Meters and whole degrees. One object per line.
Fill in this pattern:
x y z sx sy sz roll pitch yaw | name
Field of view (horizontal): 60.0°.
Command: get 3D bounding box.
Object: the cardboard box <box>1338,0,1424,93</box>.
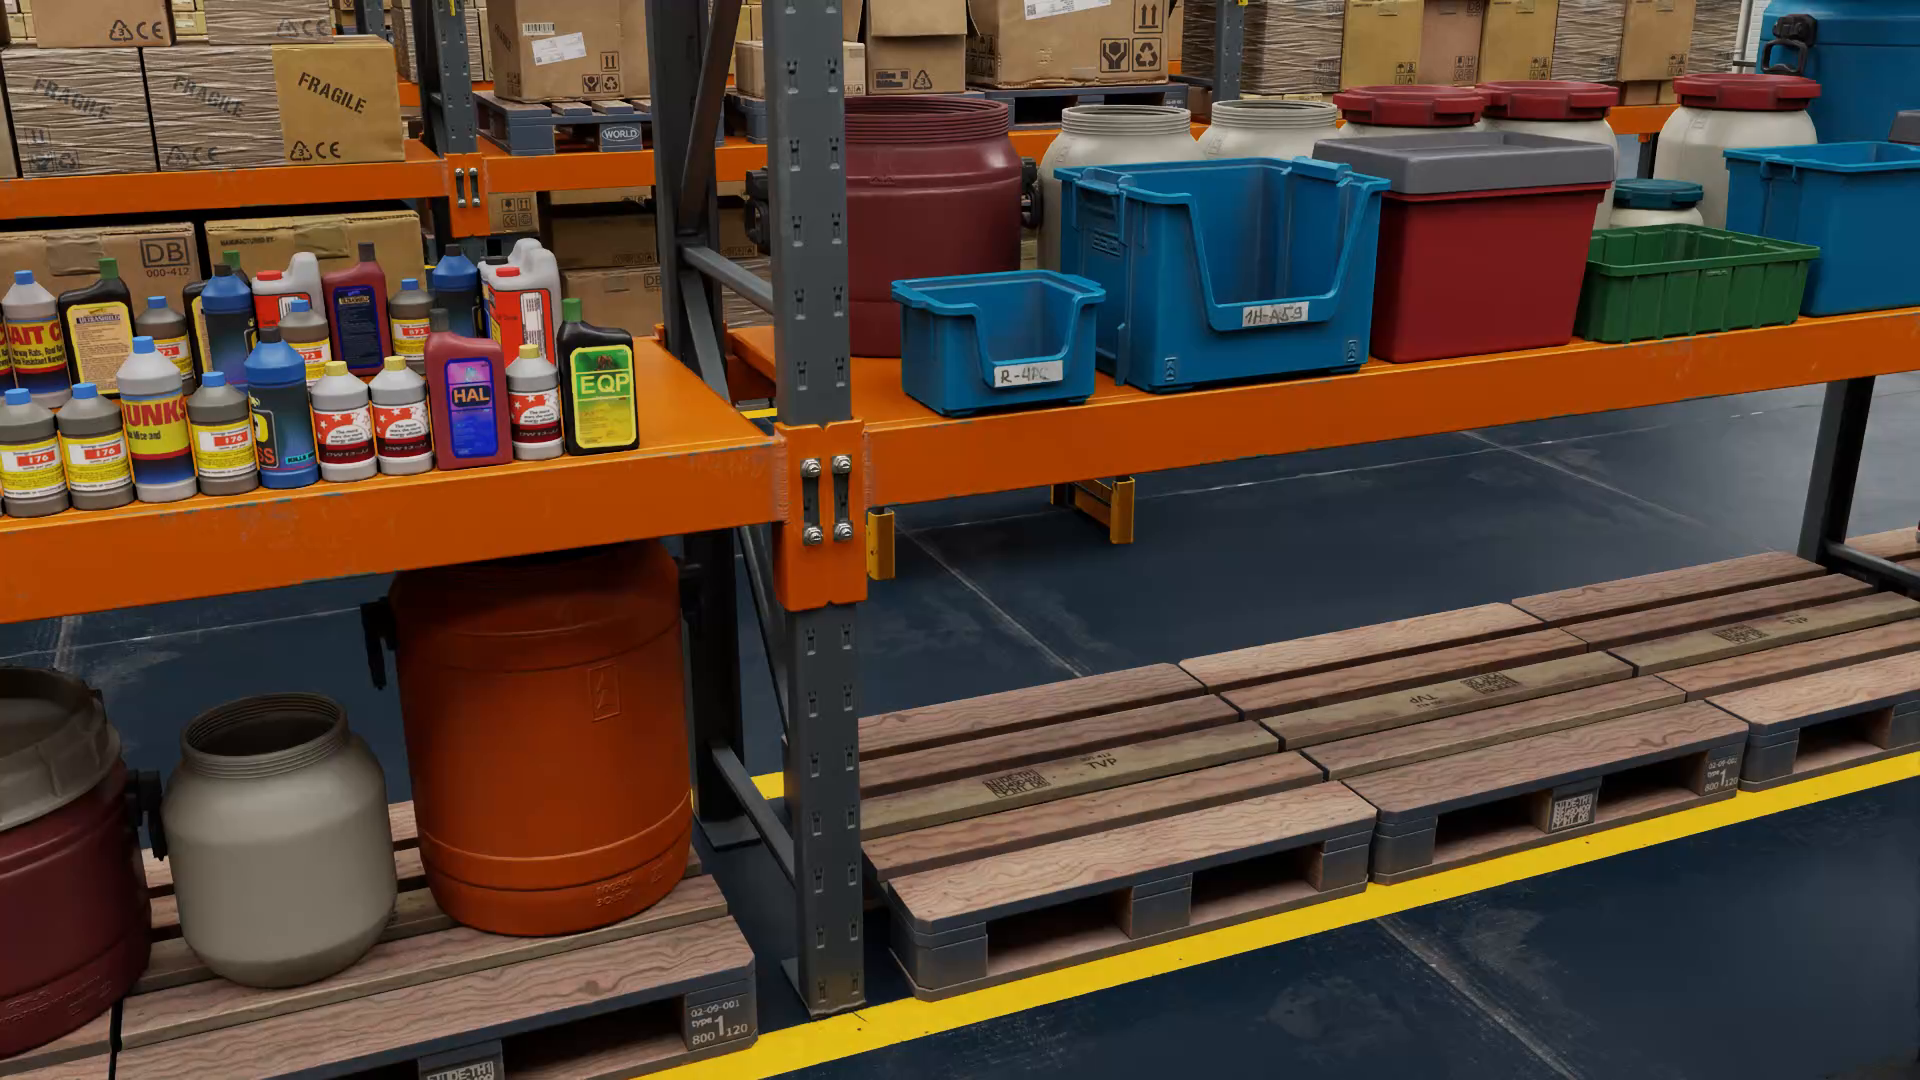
2.162 -2.859 9.527 0.500 0.500 0.875 -8 21 -22 | cardboard box

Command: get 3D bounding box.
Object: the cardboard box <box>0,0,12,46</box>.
-4.312 -2.304 6.888 0.637 0.503 0.797 -7 21 -20 | cardboard box

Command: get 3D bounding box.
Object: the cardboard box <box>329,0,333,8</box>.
-7.802 -6.727 20.583 0.500 0.250 0.500 -8 21 -22 | cardboard box

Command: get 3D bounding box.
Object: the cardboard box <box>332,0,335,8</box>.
-6.040 -5.602 16.685 0.500 0.500 0.500 -9 21 -23 | cardboard box

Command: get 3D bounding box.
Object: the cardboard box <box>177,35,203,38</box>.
-5.259 -3.353 11.273 0.250 0.149 0.380 -8 21 -23 | cardboard box

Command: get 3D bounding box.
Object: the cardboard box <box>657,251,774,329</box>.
-1.310 -1.250 8.656 0.500 0.500 0.700 -10 22 -26 | cardboard box

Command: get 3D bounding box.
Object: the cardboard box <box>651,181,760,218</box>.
-2.042 -3.004 13.293 0.750 0.750 1.050 -8 21 -22 | cardboard box

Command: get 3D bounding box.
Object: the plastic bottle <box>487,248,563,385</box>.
-0.925 -0.476 3.545 0.135 0.276 0.152 -8 21 -22 | plastic bottle

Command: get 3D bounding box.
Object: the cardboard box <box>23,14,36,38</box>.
-5.987 -3.387 10.924 0.250 0.149 0.380 -9 21 -23 | cardboard box

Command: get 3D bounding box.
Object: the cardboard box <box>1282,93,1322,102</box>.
1.802 -2.423 9.266 0.250 0.149 0.380 -8 21 -22 | cardboard box

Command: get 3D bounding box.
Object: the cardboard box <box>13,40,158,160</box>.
-3.917 -1.979 7.476 0.500 0.500 0.500 -9 21 -23 | cardboard box

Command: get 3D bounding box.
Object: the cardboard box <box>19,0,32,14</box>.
-5.989 -3.528 10.876 0.250 0.149 0.380 -7 21 -20 | cardboard box

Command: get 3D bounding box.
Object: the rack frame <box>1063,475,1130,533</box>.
0.545 -0.786 6.495 0.032 1.500 0.500 -8 21 -22 | rack frame

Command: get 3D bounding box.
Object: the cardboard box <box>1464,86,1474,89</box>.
2.940 -2.596 9.756 0.250 0.149 0.380 -8 21 -22 | cardboard box

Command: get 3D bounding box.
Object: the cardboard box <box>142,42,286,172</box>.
-3.237 -1.893 7.231 0.500 0.500 0.500 -8 21 -22 | cardboard box

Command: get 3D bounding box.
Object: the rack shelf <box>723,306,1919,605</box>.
1.377 -0.463 4.405 4.000 0.370 1.077 -8 21 -22 | rack shelf

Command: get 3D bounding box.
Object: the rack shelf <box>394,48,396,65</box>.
-4.511 -4.996 17.277 4.000 0.370 1.077 -8 21 -22 | rack shelf

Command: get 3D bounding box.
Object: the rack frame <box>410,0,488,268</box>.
-2.422 -2.050 7.828 0.127 3.000 1.000 -8 21 -22 | rack frame

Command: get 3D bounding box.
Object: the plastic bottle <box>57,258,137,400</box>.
-1.763 -0.431 3.406 0.133 0.283 0.061 -8 21 -22 | plastic bottle

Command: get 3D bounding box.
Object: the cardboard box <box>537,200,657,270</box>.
-1.818 -1.529 8.321 0.500 0.250 0.500 -7 21 -20 | cardboard box

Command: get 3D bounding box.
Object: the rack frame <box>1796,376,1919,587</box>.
3.213 -1.066 5.032 0.127 3.000 1.000 -8 21 -22 | rack frame

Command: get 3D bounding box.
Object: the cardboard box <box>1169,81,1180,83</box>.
1.649 -3.598 14.792 0.875 0.875 0.875 -9 21 -23 | cardboard box

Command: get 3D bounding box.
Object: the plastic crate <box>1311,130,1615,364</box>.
1.145 -0.689 3.866 0.583 0.464 0.402 -8 21 -22 | plastic crate

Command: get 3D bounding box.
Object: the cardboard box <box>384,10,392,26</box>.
-5.702 -5.165 16.419 0.250 0.149 0.380 -10 22 -25 | cardboard box

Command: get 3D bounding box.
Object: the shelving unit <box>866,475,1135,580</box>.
0.070 -0.717 6.301 1.083 1.500 0.587 -8 21 -22 | shelving unit

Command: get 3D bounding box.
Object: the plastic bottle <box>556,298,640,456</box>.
-0.662 -0.301 3.037 0.133 0.283 0.061 -8 21 -22 | plastic bottle

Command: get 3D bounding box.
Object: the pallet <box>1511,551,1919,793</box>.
2.507 0.365 5.168 1.213 0.211 1.003 -8 21 -22 | pallet

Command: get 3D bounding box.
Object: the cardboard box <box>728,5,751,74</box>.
-1.922 -3.866 12.835 0.500 0.500 0.500 -8 21 -21 | cardboard box

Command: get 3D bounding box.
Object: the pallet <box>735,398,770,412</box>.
-1.704 -0.837 8.581 1.213 0.211 1.003 -8 21 -22 | pallet

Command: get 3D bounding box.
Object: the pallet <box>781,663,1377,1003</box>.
0.267 0.686 4.257 1.213 0.211 1.003 -8 21 -22 | pallet

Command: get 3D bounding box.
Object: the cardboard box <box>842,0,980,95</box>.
-0.304 -2.567 8.508 0.637 0.503 0.797 -6 20 -16 | cardboard box

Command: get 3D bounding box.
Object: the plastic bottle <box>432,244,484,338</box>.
-1.102 -0.514 3.658 0.097 0.271 0.097 0 19 0 | plastic bottle

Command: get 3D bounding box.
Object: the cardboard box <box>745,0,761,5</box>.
-1.546 -4.485 13.088 0.500 0.500 0.700 -9 21 -23 | cardboard box

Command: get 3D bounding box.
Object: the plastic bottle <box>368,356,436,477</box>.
-0.987 -0.223 2.937 0.097 0.201 0.097 0 19 0 | plastic bottle

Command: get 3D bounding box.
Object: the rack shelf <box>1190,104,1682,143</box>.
3.088 -2.500 10.189 4.000 0.370 1.077 -8 21 -22 | rack shelf

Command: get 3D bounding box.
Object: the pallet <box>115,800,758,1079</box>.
-1.167 0.892 3.670 1.213 0.211 1.003 -8 21 -22 | pallet

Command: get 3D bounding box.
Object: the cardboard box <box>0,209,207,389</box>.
-3.885 -1.047 7.545 0.875 0.875 1.225 -8 21 -22 | cardboard box

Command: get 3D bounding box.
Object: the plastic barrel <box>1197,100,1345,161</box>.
0.787 -0.848 4.246 0.421 0.512 0.421 0 19 0 | plastic barrel

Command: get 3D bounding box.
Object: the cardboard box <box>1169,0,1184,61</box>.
1.669 -4.522 14.622 0.550 0.550 0.875 -8 21 -22 | cardboard box

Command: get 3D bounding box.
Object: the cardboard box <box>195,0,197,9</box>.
-5.511 -3.833 11.740 0.250 0.149 0.380 -9 21 -24 | cardboard box

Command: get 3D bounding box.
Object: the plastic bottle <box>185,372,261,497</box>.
-1.255 -0.184 2.828 0.097 0.201 0.097 0 19 0 | plastic bottle

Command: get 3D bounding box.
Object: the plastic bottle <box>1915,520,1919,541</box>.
3.423 -0.096 5.830 0.097 0.201 0.097 0 19 0 | plastic bottle

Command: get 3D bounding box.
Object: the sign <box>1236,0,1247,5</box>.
1.474 -2.954 8.650 0.005 0.325 0.100 -8 21 -22 | sign

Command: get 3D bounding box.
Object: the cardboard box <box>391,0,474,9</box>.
-3.877 -4.151 12.138 0.500 0.500 0.700 -8 21 -22 | cardboard box

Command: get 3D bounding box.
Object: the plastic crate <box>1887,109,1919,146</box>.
2.890 -0.939 4.576 0.583 0.464 0.402 -8 21 -22 | plastic crate

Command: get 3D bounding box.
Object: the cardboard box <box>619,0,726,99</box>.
-1.469 -2.482 8.273 0.500 0.500 0.700 -5 20 -14 | cardboard box

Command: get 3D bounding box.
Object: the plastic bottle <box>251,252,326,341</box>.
-1.410 -0.462 3.504 0.135 0.276 0.152 -8 21 -22 | plastic bottle

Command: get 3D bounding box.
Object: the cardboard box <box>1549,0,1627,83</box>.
3.520 -3.071 10.129 0.500 0.500 0.875 -8 21 -22 | cardboard box

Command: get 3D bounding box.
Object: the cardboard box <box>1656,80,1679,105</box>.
4.305 -2.802 10.342 0.250 0.149 0.380 -8 21 -22 | cardboard box

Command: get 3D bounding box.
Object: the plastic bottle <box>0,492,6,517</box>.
-1.613 -0.133 2.682 0.097 0.201 0.097 0 19 0 | plastic bottle

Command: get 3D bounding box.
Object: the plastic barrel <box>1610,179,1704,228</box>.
1.937 -0.873 4.694 0.301 0.262 0.301 0 19 0 | plastic barrel

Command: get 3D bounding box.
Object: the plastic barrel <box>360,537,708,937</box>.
-0.902 0.356 3.631 0.708 0.830 0.600 -8 21 -22 | plastic barrel

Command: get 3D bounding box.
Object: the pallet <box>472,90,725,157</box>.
-1.809 -2.086 8.218 1.003 0.211 1.213 -8 21 -22 | pallet
